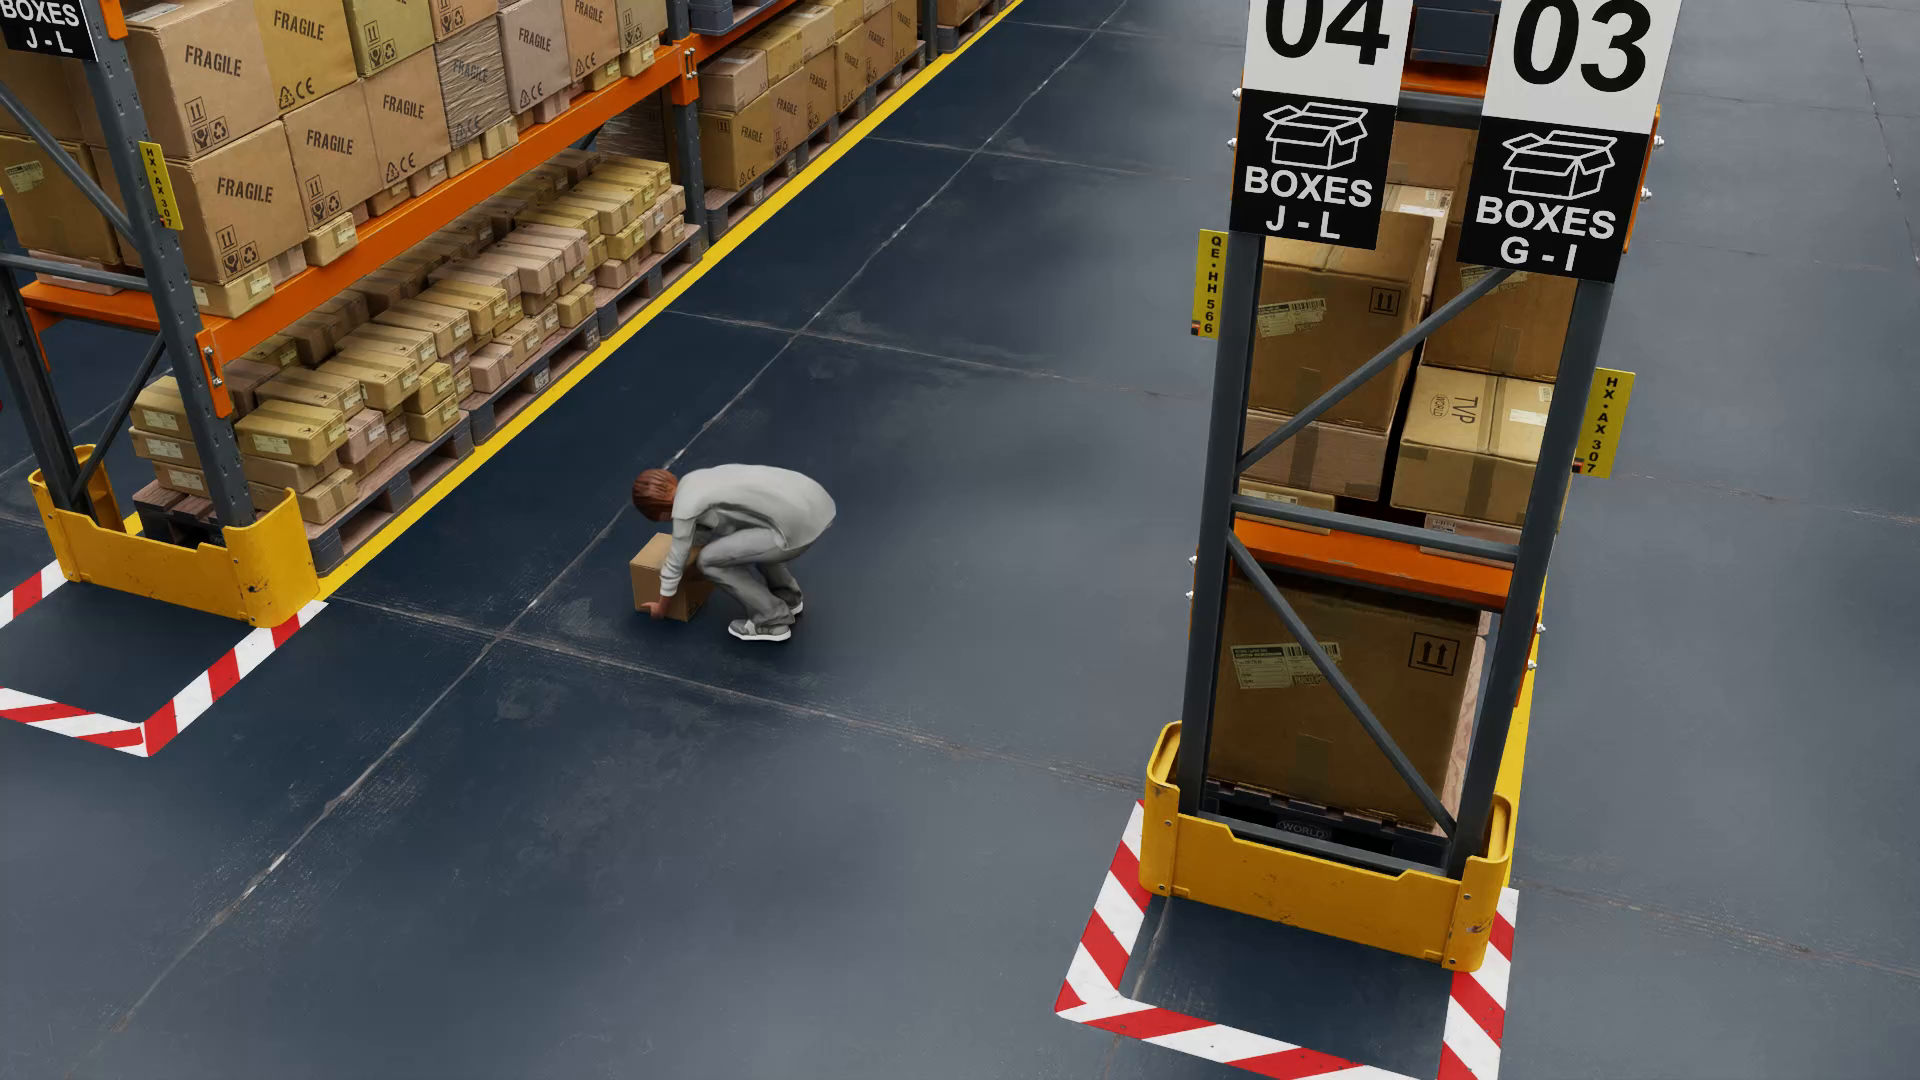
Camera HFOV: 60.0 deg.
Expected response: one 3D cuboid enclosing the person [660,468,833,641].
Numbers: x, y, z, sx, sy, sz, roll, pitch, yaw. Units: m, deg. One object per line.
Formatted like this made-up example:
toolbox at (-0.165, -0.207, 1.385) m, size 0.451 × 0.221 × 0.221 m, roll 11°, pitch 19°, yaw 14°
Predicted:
person at (-0.874, 0.050, 6.895) m, size 0.714 × 0.688 × 0.421 m, roll 10°, pitch 35°, yaw 15°
